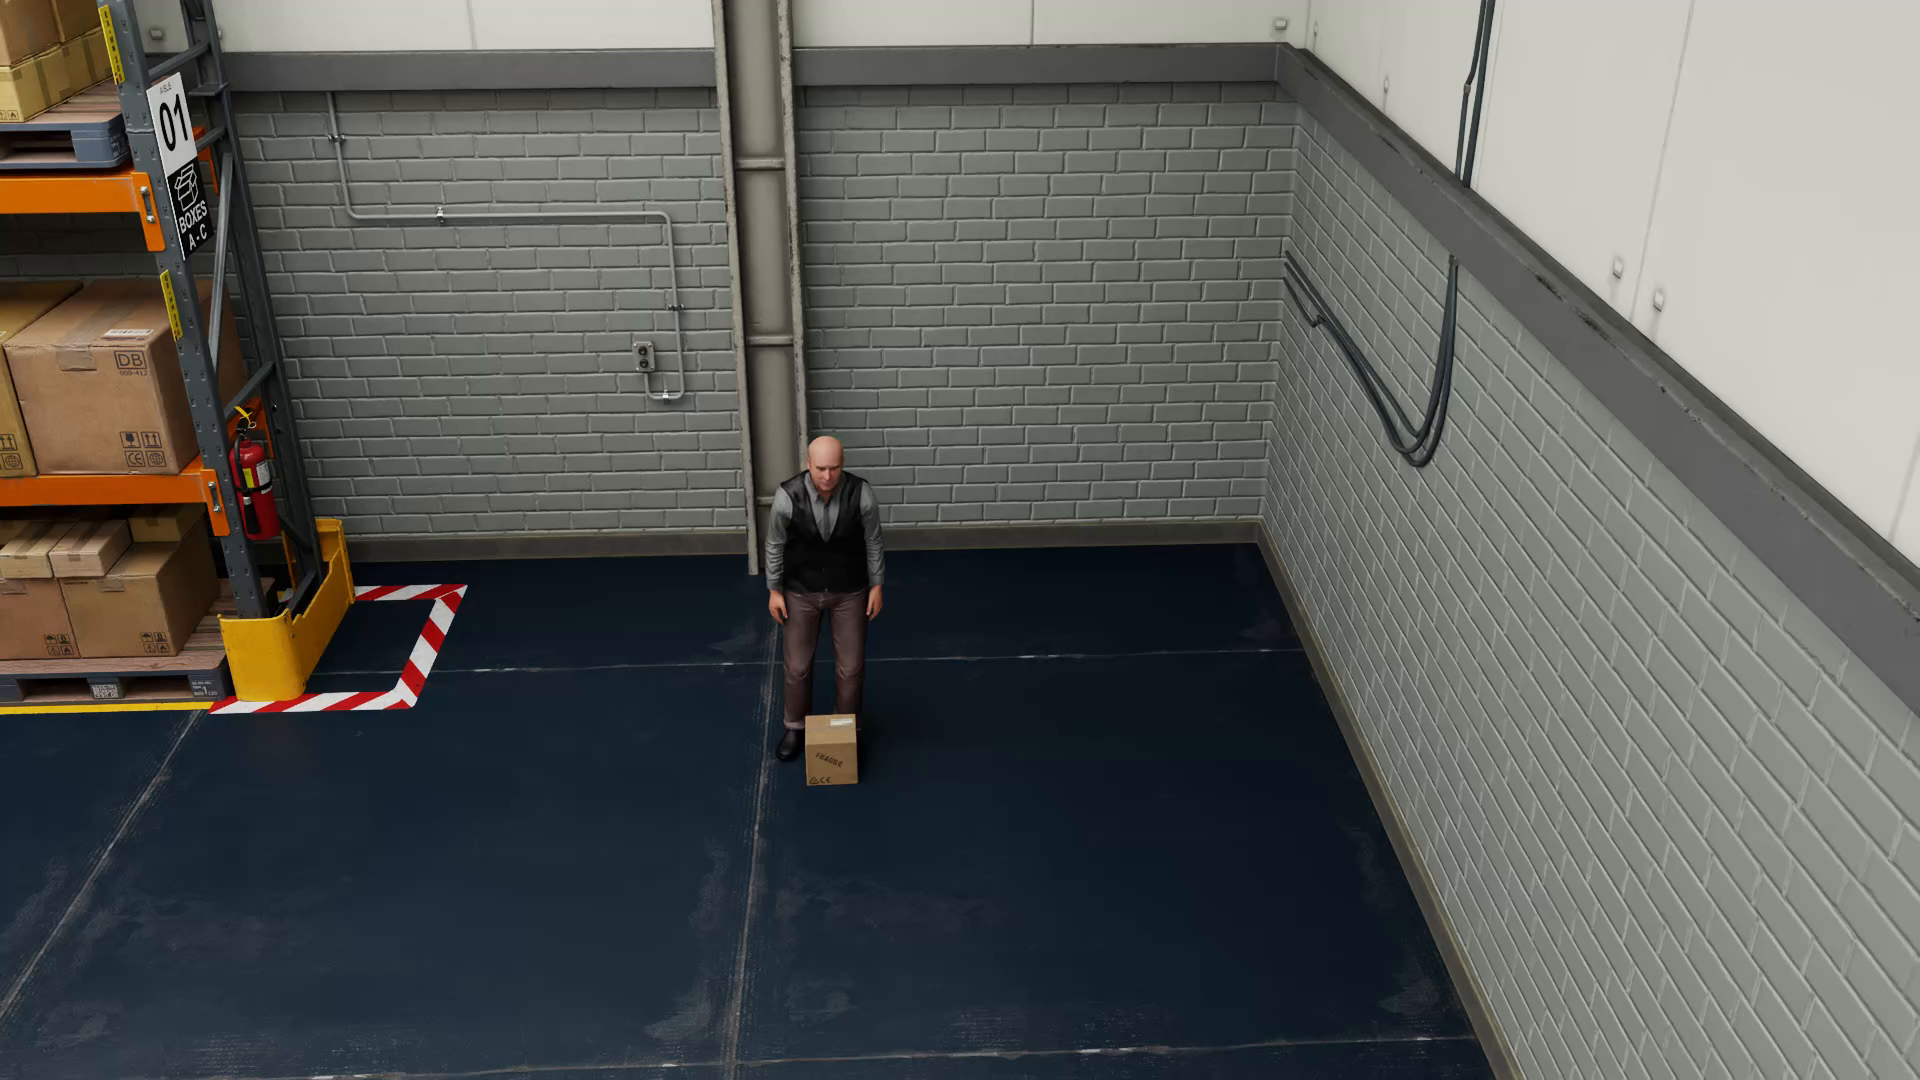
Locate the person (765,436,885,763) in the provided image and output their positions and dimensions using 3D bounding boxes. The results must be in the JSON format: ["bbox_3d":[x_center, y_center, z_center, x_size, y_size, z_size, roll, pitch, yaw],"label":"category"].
[{"bbox_3d":[-0.652,0.268,8.129,0.584,1.719,0.475,-3,28,-5],"label":"person"}]
